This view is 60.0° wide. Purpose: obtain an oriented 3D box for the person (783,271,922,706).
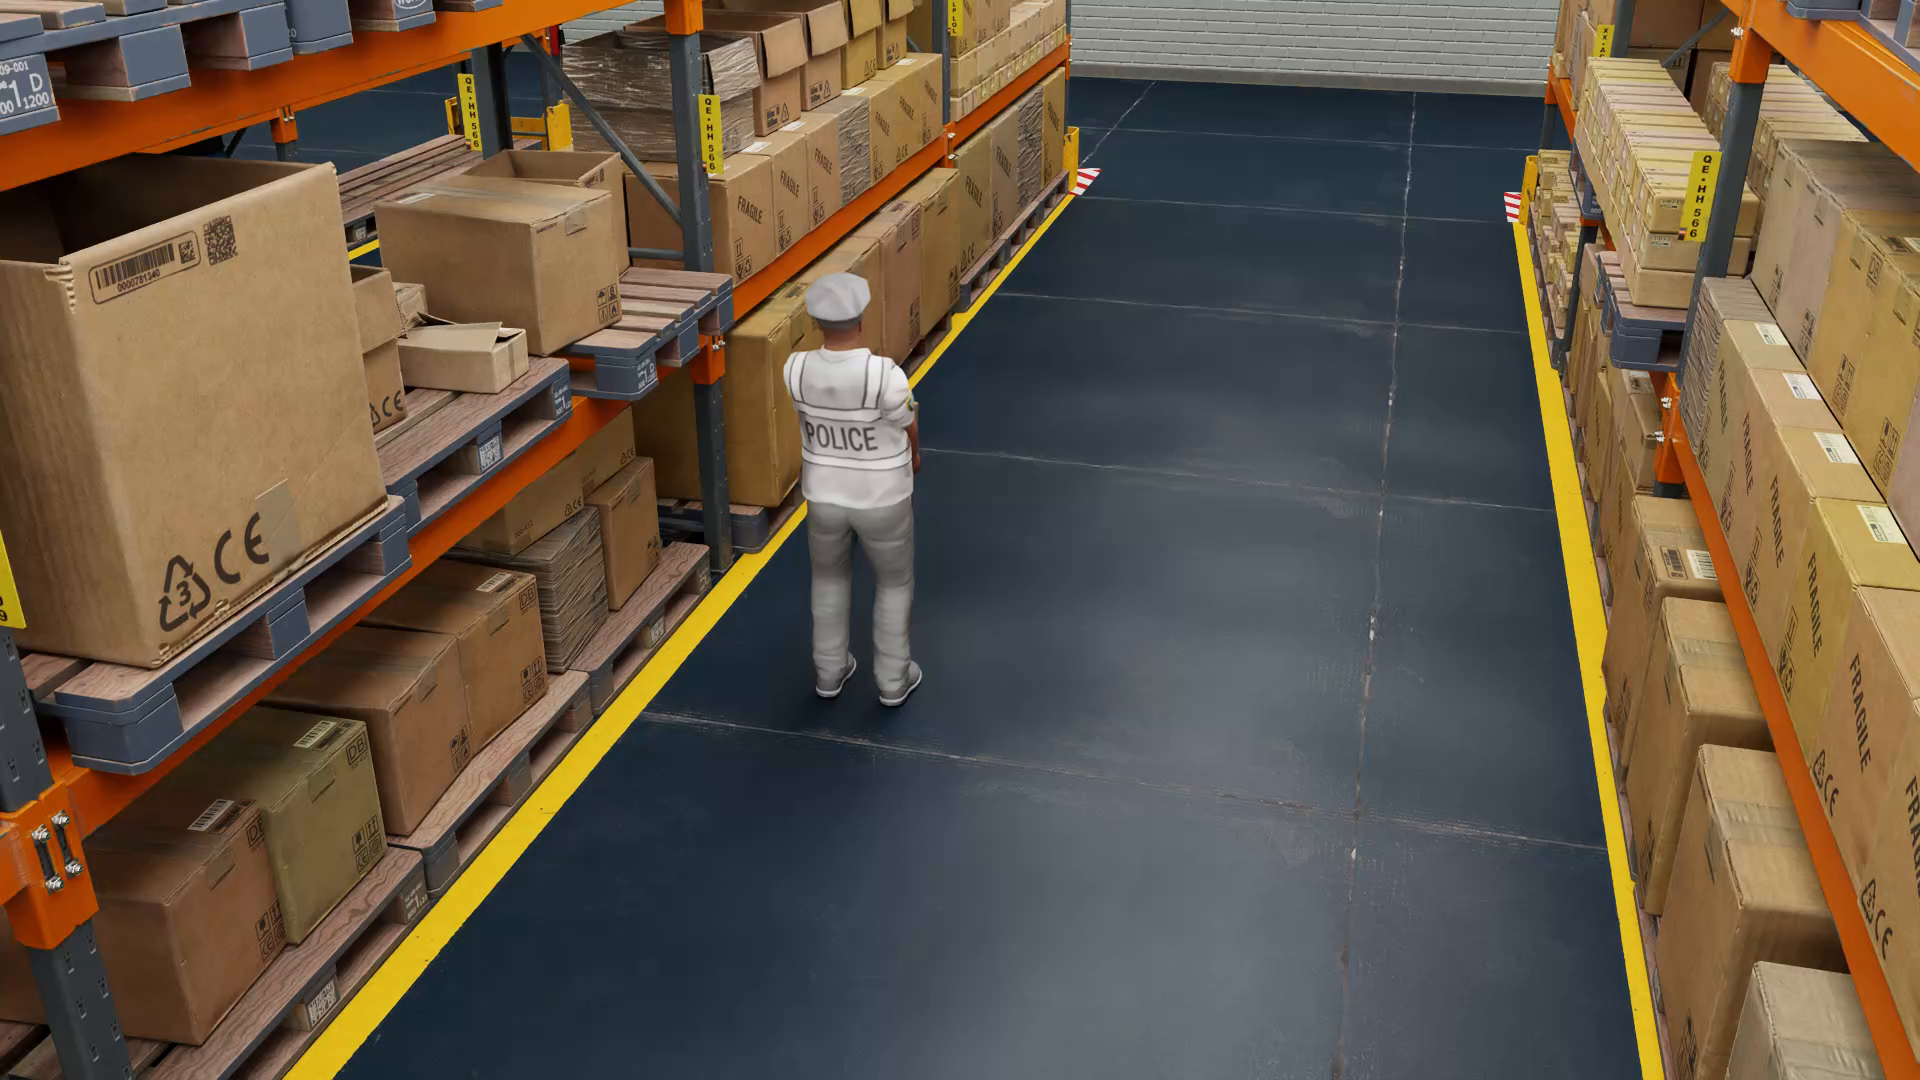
[{"bbox_3d":[-0.393,-0.217,6.541,0.494,1.767,0.566,7,26,14],"label":"person"}]
